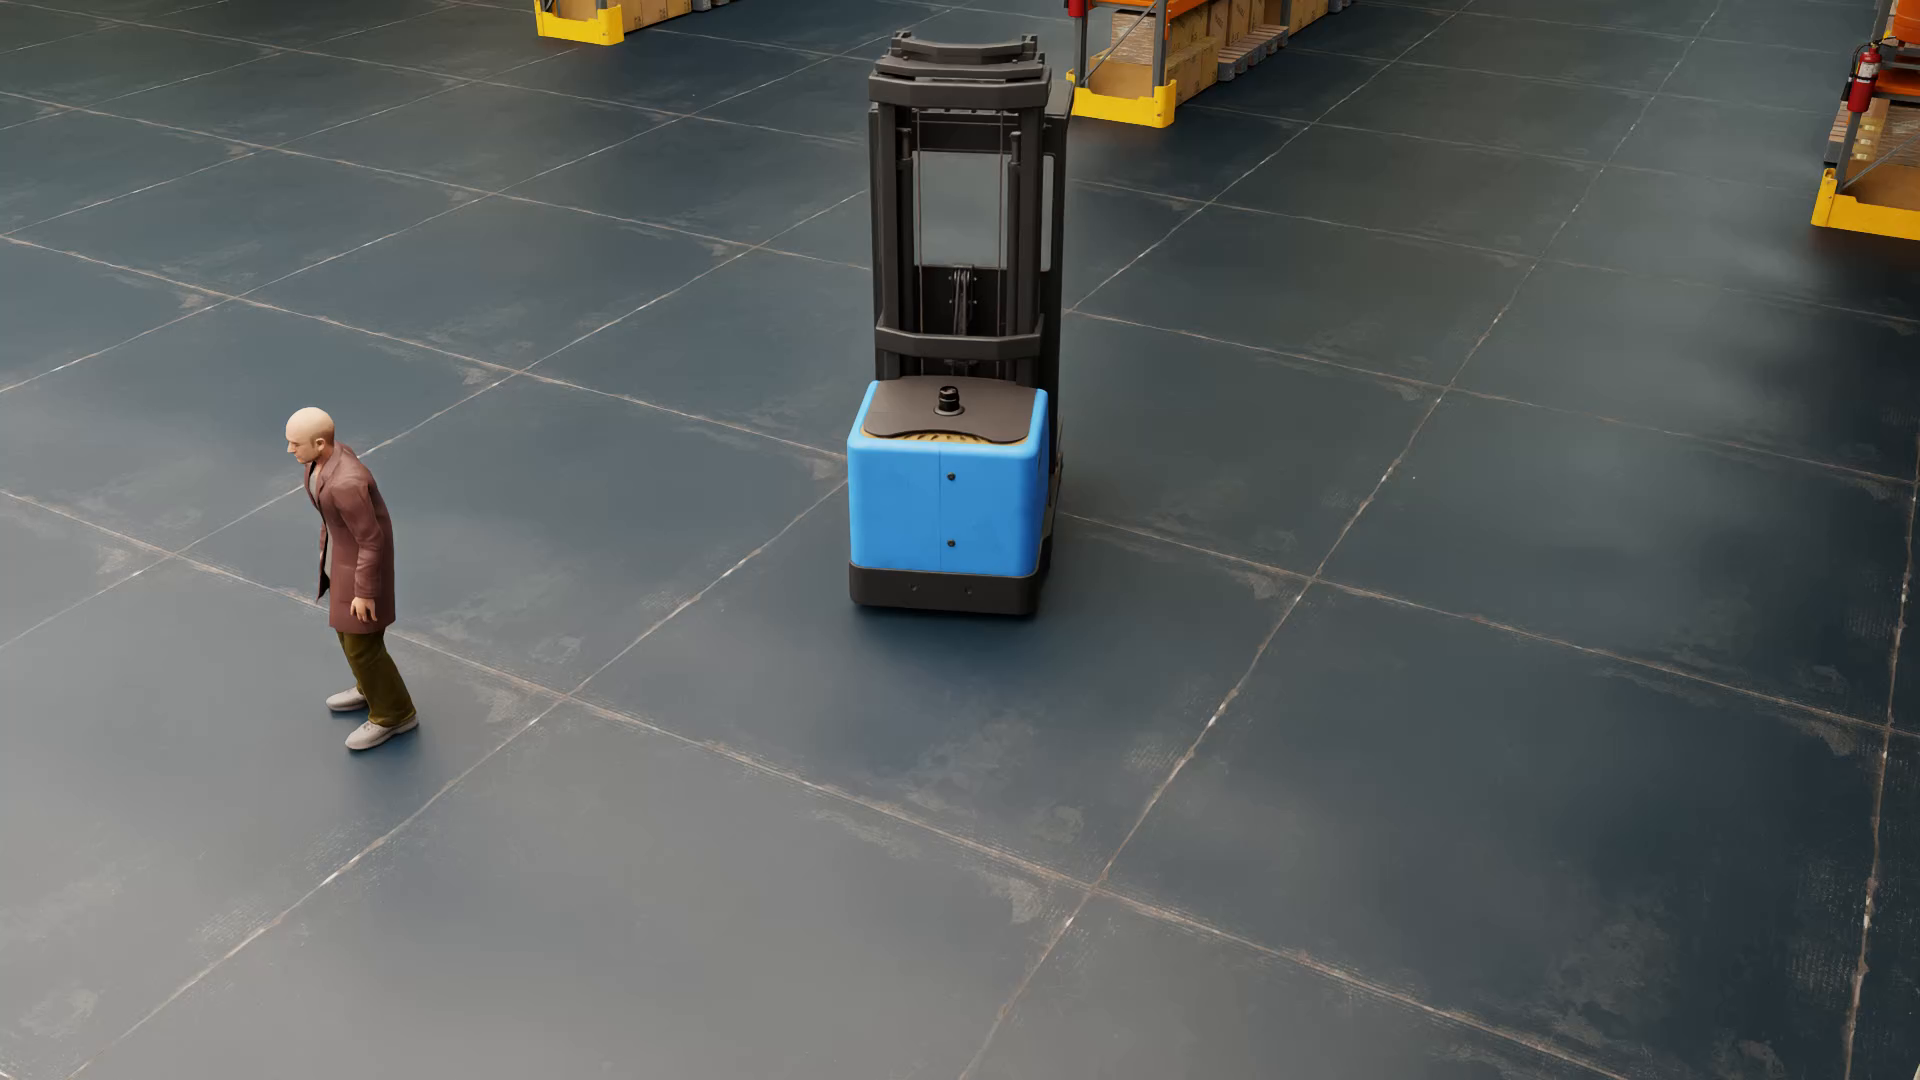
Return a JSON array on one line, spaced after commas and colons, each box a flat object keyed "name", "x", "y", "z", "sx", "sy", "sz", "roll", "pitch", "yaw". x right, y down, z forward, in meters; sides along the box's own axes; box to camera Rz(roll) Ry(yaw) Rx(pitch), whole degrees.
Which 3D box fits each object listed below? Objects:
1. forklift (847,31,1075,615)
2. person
[{"name": "forklift", "x": 0.072, "y": -1.572, "z": 9.794, "sx": 1.130, "sy": 2.935, "sz": 3.031, "roll": 3, "pitch": 30, "yaw": 6}, {"name": "person", "x": -2.917, "y": 0.157, "z": 7.957, "sx": 0.436, "sy": 1.772, "sz": 0.646, "roll": -19, "pitch": 35, "yaw": -29}]
